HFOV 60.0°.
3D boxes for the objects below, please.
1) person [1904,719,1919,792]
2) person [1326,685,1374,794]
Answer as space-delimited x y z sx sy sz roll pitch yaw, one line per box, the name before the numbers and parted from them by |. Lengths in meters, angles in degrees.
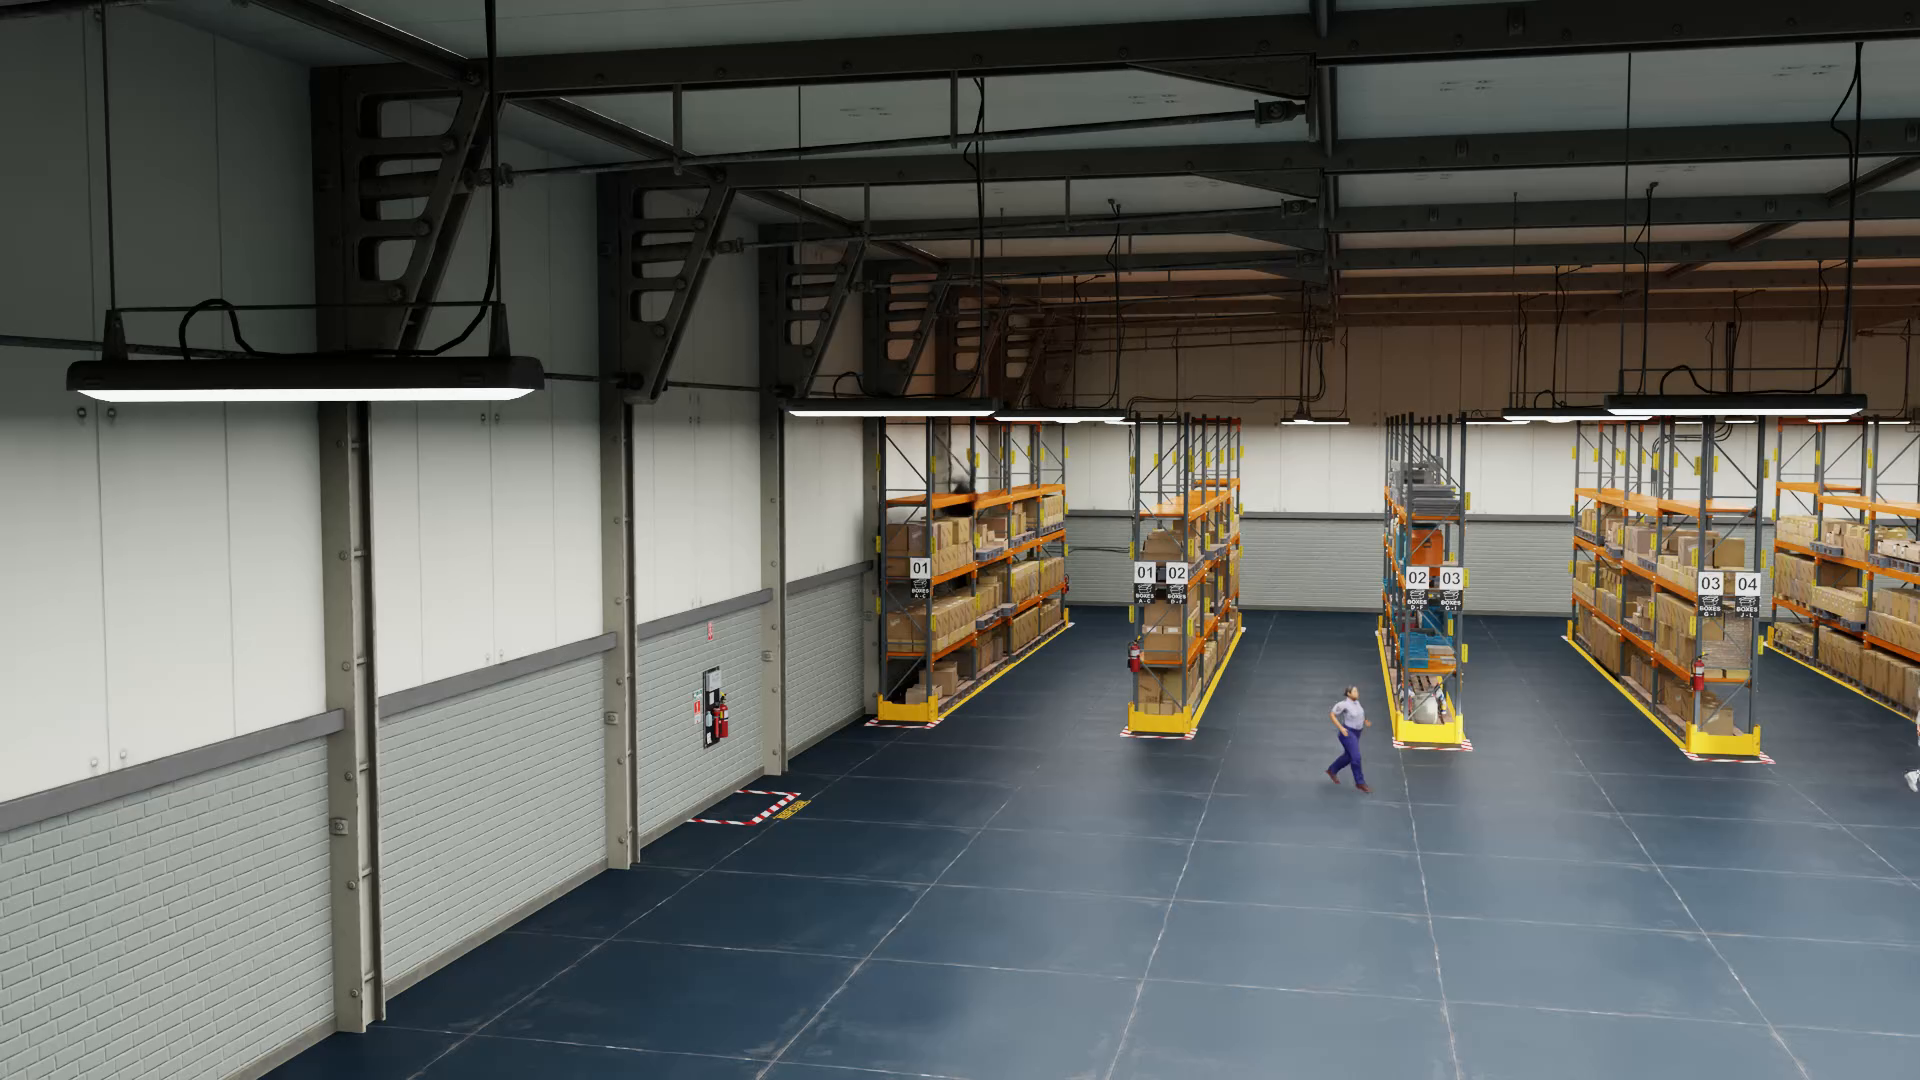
person | 14.785 3.141 25.317 0.655 1.739 0.638 -4 5 -44
person | 6.163 3.108 26.265 0.886 1.660 0.603 3 5 39
